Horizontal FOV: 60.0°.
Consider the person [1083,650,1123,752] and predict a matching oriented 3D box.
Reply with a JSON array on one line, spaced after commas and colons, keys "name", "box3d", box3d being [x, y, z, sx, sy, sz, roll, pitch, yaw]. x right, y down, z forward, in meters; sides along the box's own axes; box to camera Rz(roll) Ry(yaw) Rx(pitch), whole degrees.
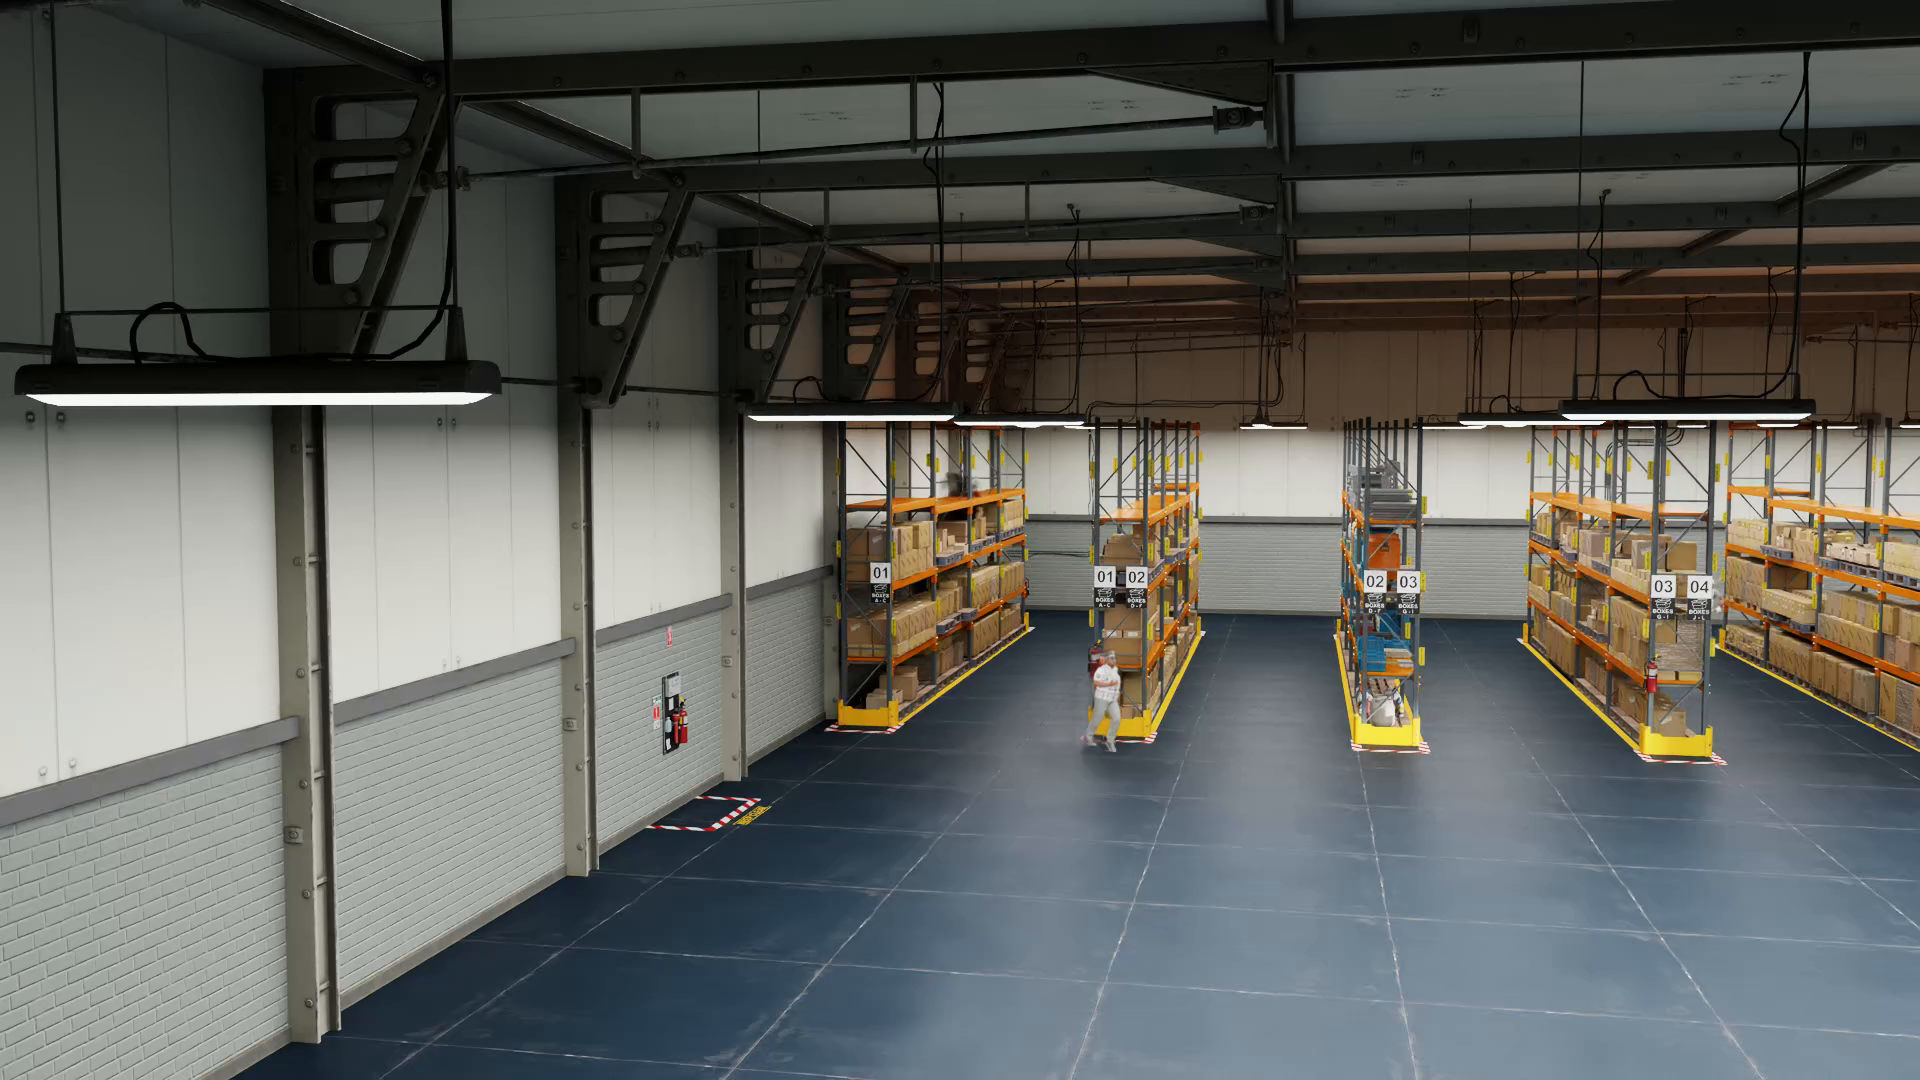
[{"name": "person", "box3d": [2.643, 2.908, 29.997, 0.659, 1.857, 0.773, -3, 5, -37]}]

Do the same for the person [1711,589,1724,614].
[{"name": "person", "box3d": [20.266, 1.919, 45.130, 0.642, 1.767, 0.725, -1, 4, -22]}]
